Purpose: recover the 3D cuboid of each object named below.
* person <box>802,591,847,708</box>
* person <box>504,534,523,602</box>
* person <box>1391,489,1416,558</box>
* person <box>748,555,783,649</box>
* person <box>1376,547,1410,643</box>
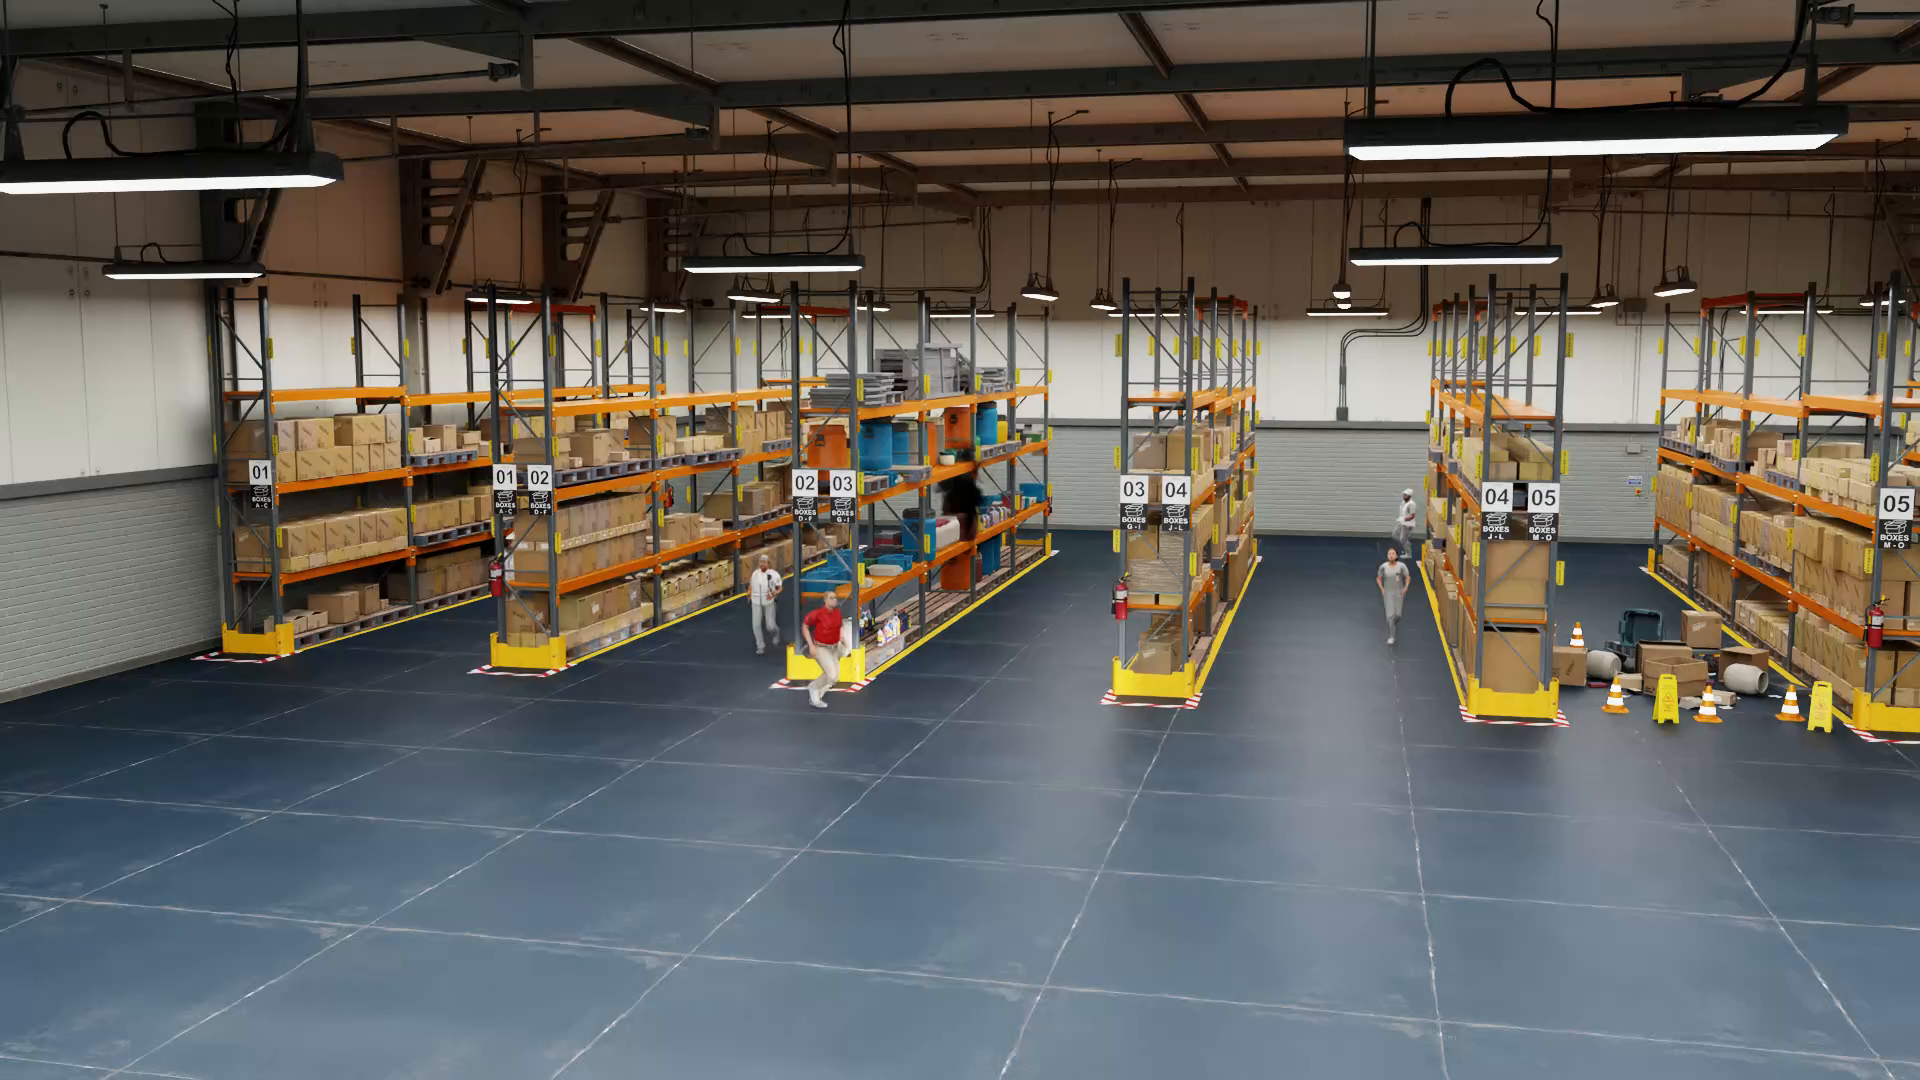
[{"bbox_3d":[-1.845,1.524,23.132,0.653,1.652,0.602,5,8,36],"label":"person"},{"bbox_3d":[-7.904,0.758,29.413,0.676,1.741,0.971,1,7,10],"label":"person"},{"bbox_3d":[10.582,-0.384,39.497,0.542,1.694,0.744,-1,7,-10],"label":"person"},{"bbox_3d":[-3.237,1.016,27.465,0.599,1.558,0.594,1,7,11],"label":"person"},{"bbox_3d":[7.400,0.938,28.438,0.567,1.636,0.547,2,7,15],"label":"person"}]
